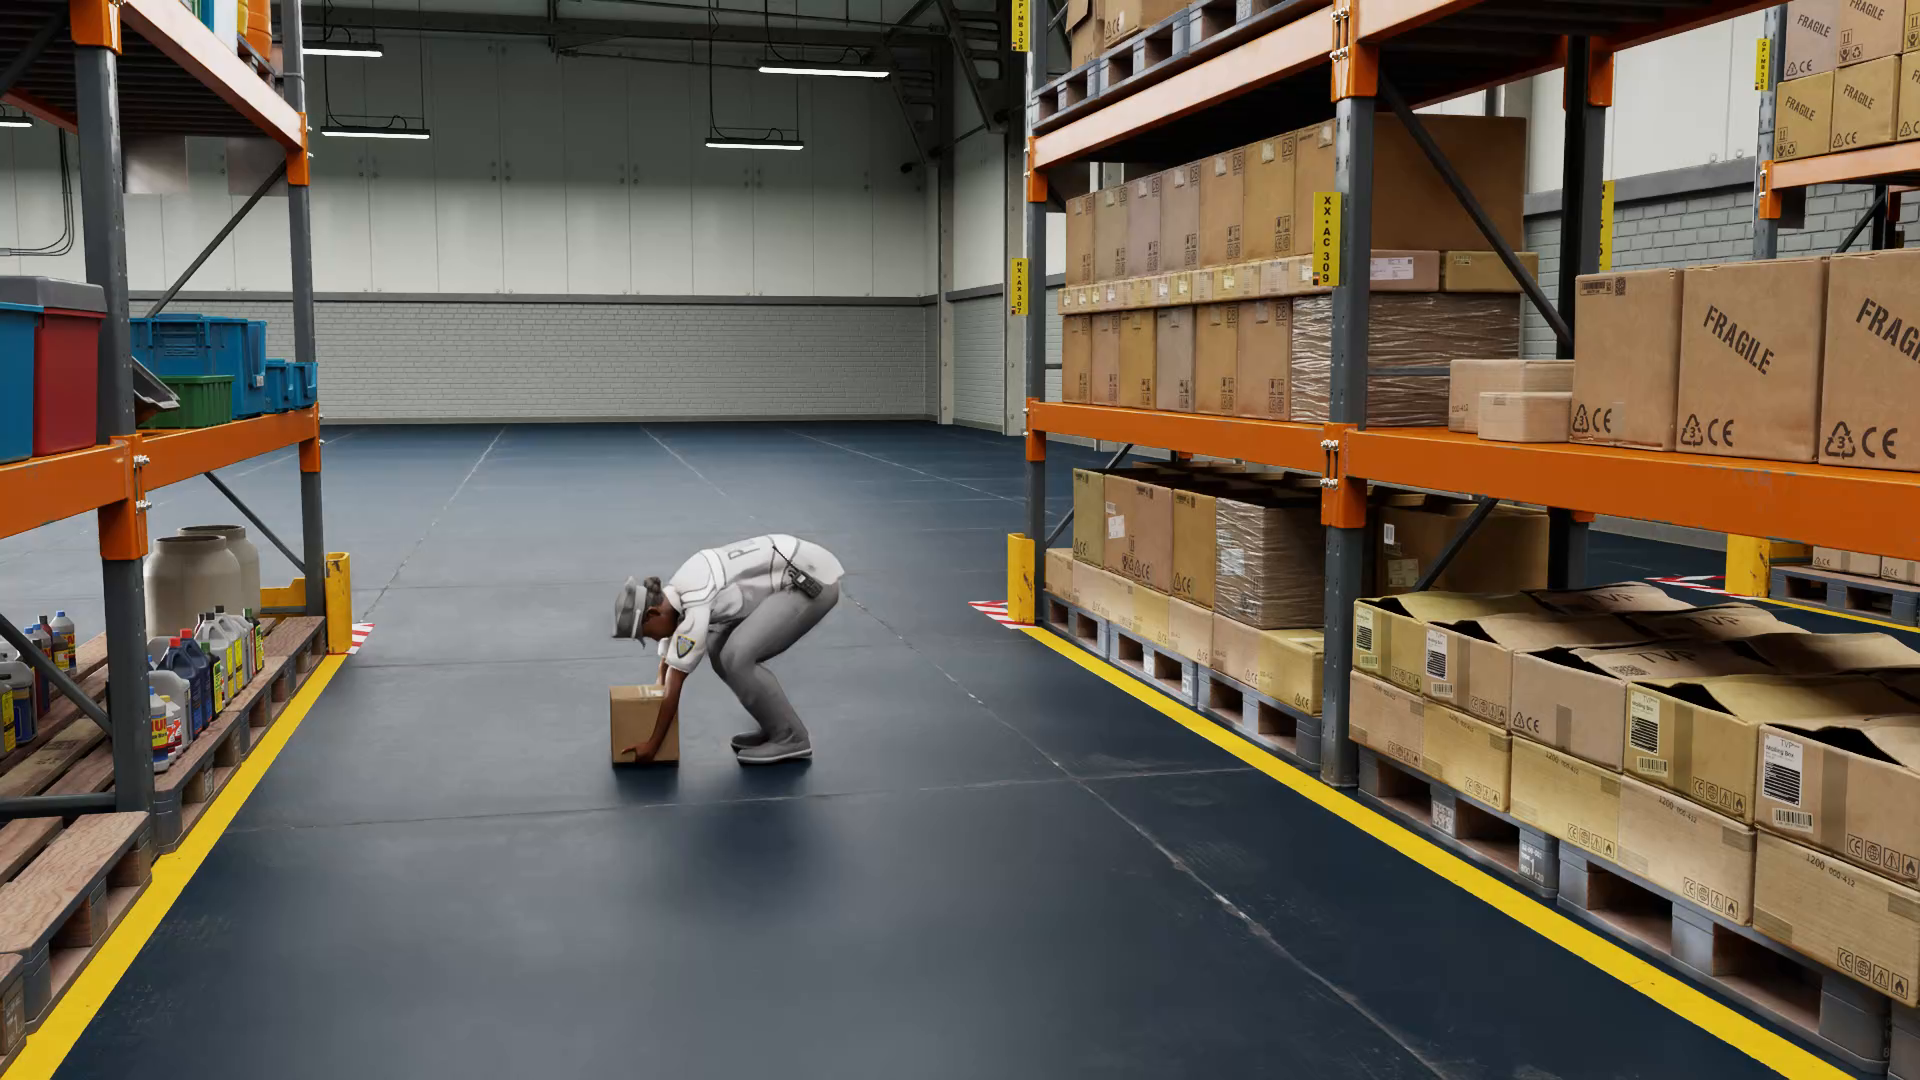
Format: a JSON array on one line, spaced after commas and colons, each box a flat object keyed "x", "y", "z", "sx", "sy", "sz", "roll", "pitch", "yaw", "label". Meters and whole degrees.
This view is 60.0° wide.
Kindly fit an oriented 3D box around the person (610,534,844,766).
[{"x": -0.902, "y": 0.423, "z": 6.487, "sx": 0.905, "sy": 0.867, "sz": 0.470, "roll": -2, "pitch": 6, "yaw": -16, "label": "person"}]
